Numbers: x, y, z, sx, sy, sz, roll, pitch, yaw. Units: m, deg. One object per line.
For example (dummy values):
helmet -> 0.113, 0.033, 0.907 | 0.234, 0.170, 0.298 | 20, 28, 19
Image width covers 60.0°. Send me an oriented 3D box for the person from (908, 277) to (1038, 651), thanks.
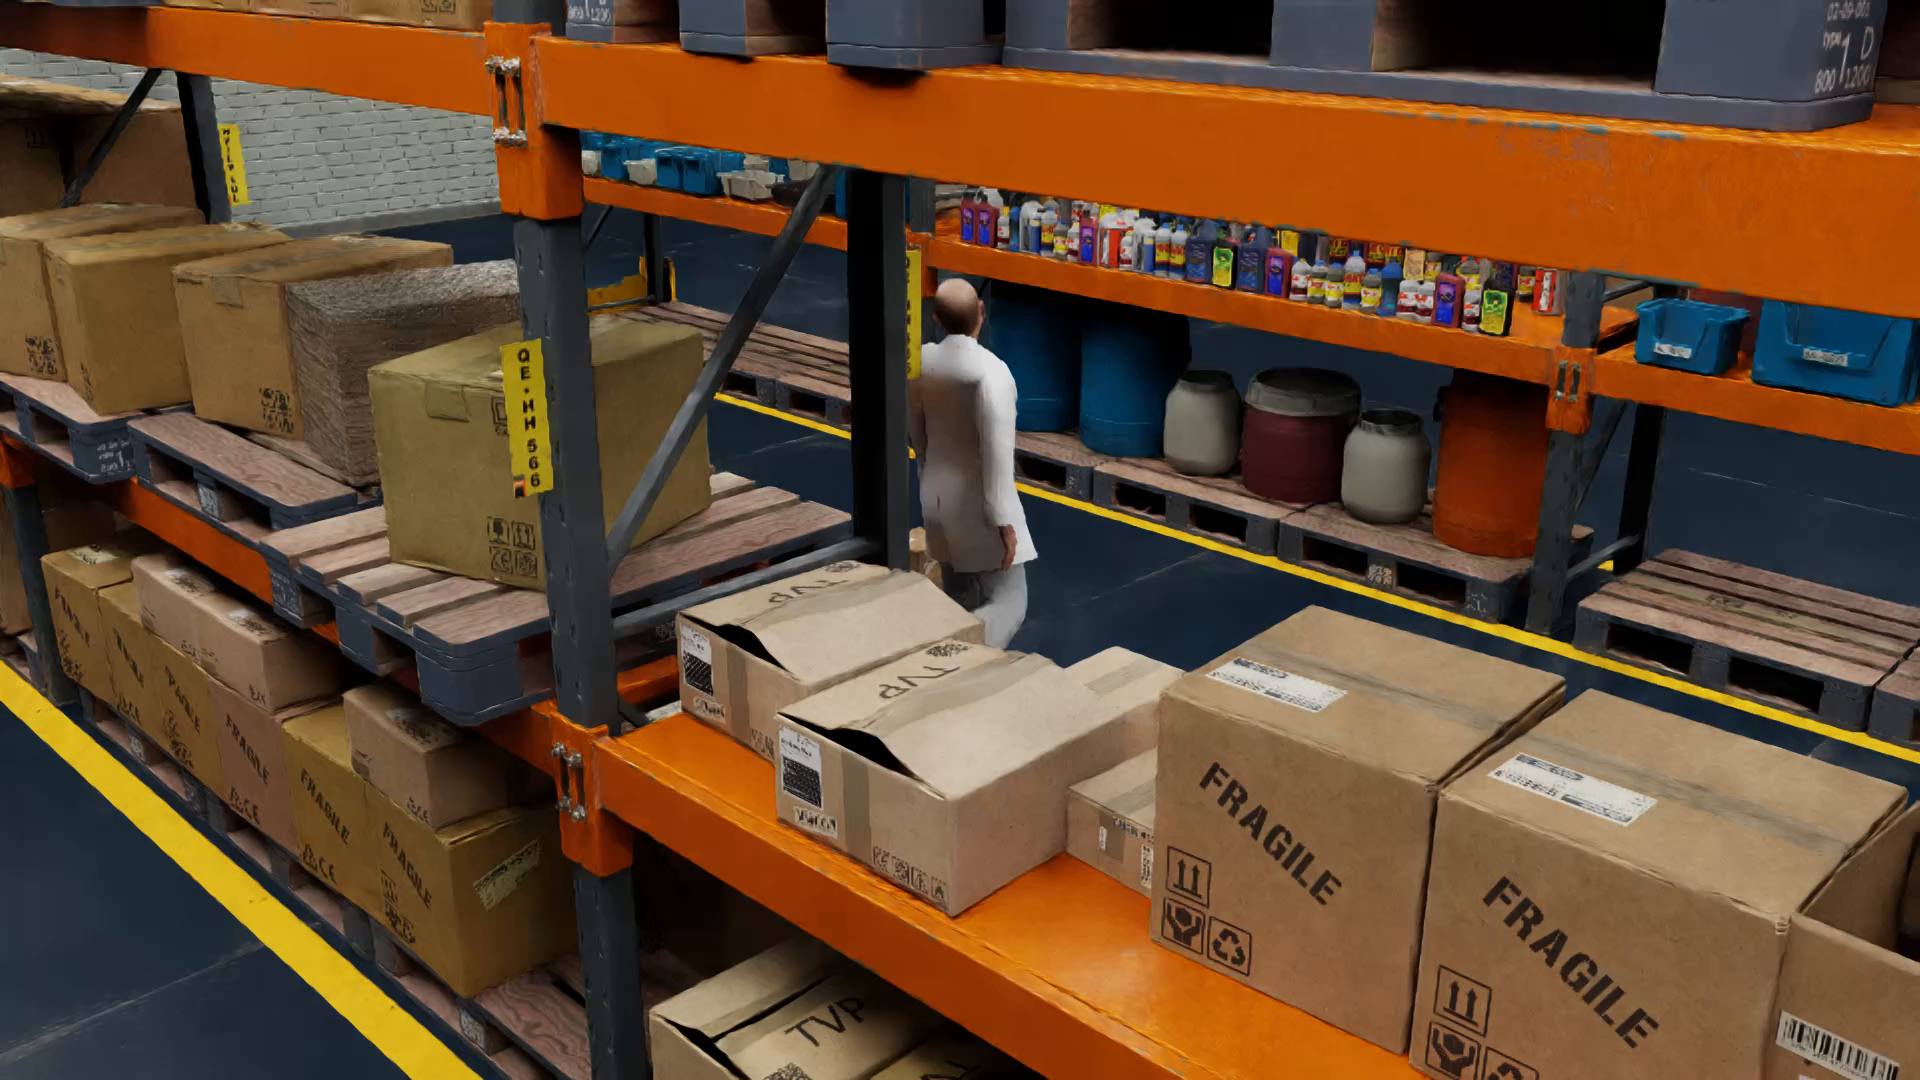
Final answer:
person -> 0.028, -0.100, 6.368 | 0.666, 1.775, 0.787 | -16, 26, -37
